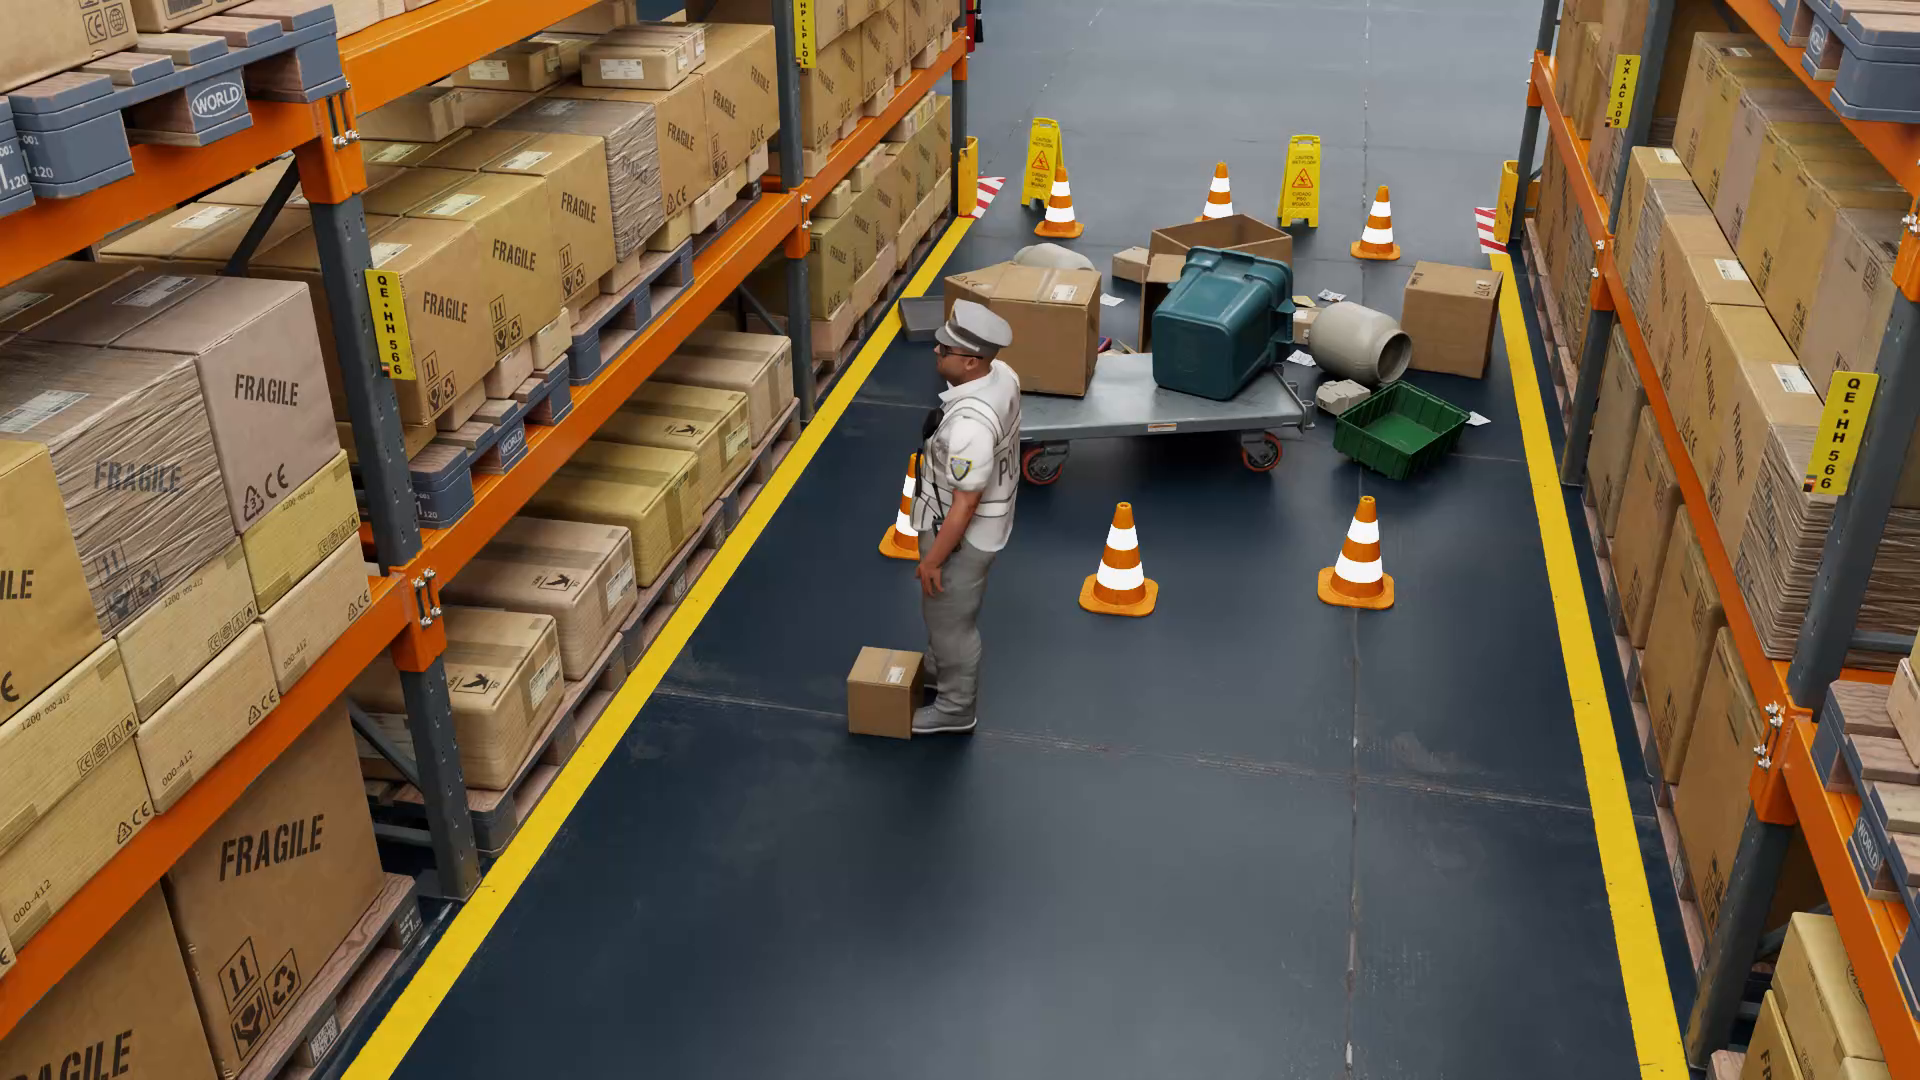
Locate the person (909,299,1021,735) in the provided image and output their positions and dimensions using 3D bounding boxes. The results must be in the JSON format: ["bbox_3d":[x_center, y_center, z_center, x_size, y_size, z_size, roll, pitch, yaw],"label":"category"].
[{"bbox_3d":[-0.075,-0.068,6.193,0.575,1.781,0.640,6,29,11],"label":"person"}]
